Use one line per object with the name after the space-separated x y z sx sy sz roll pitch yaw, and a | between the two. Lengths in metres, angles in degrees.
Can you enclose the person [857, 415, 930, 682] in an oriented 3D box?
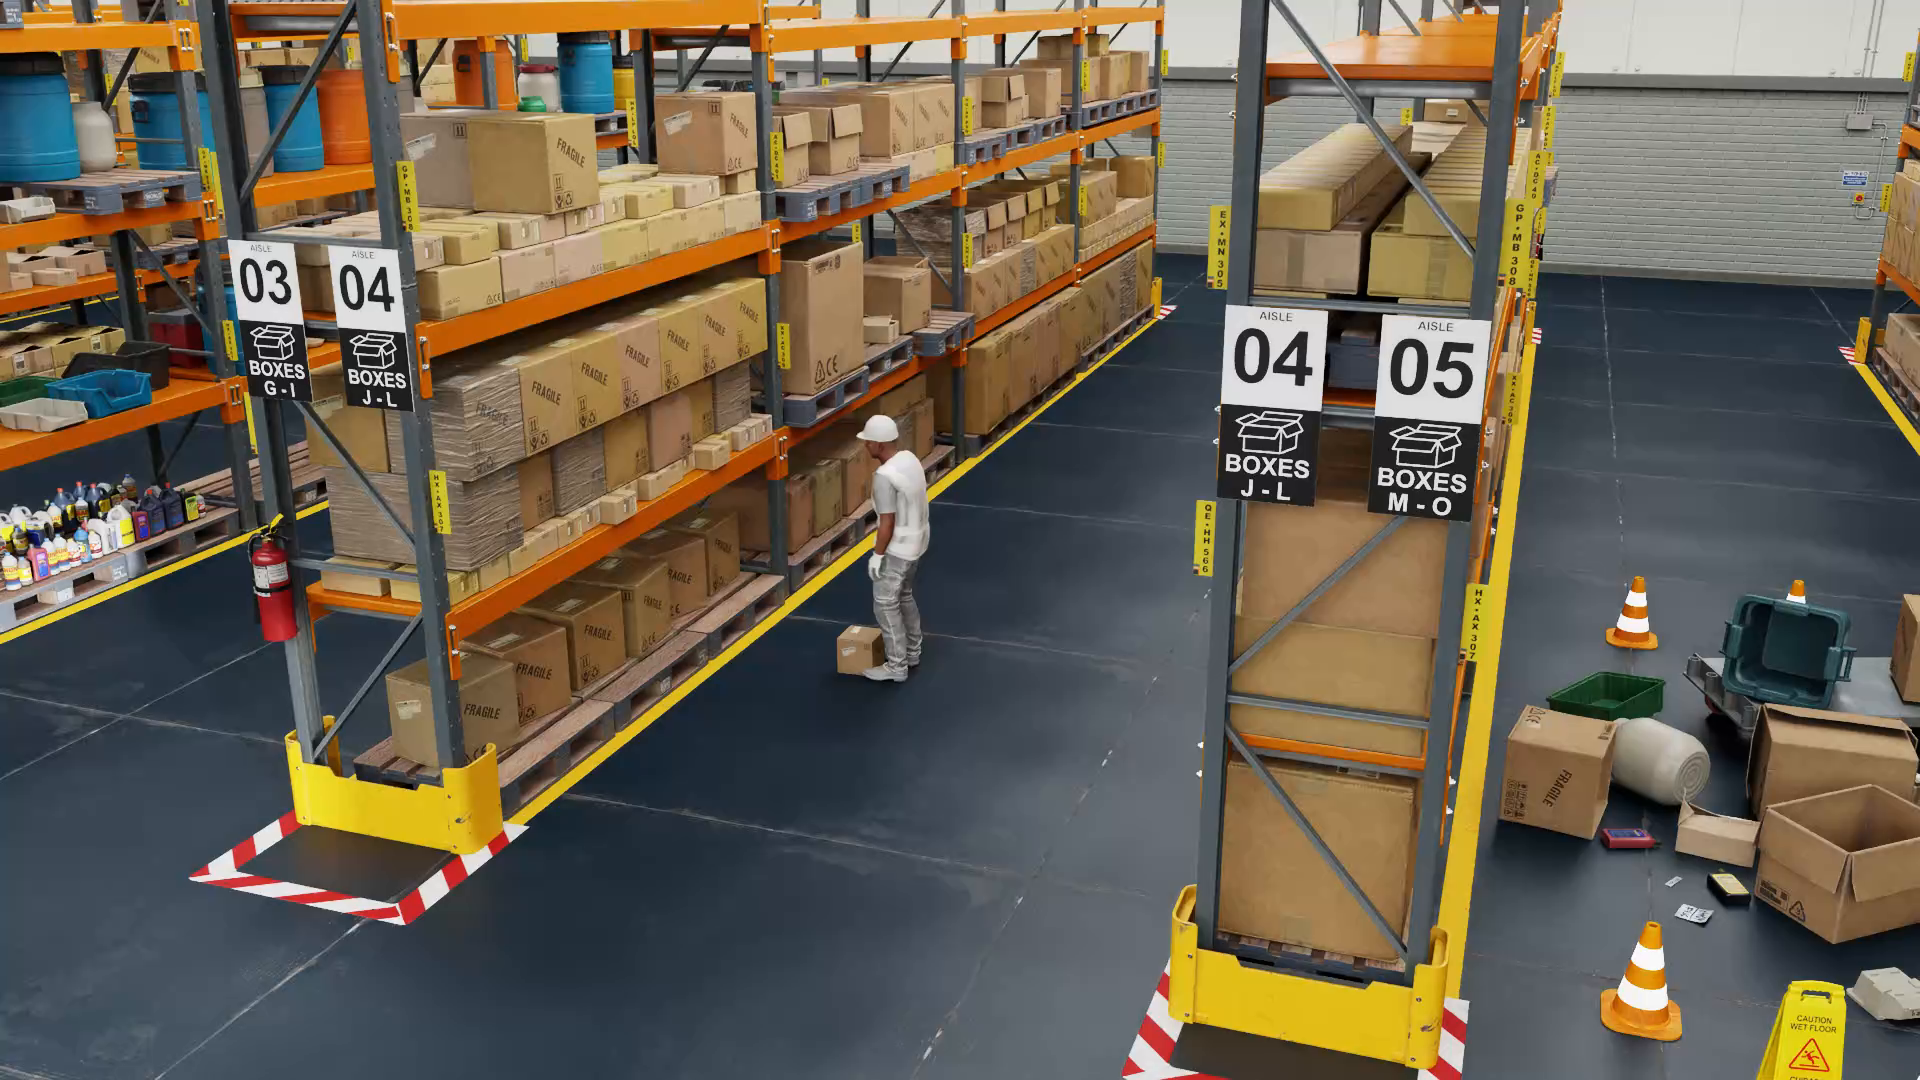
-0.436 0.044 10.911 0.449 1.773 0.614 6 19 17 | person
